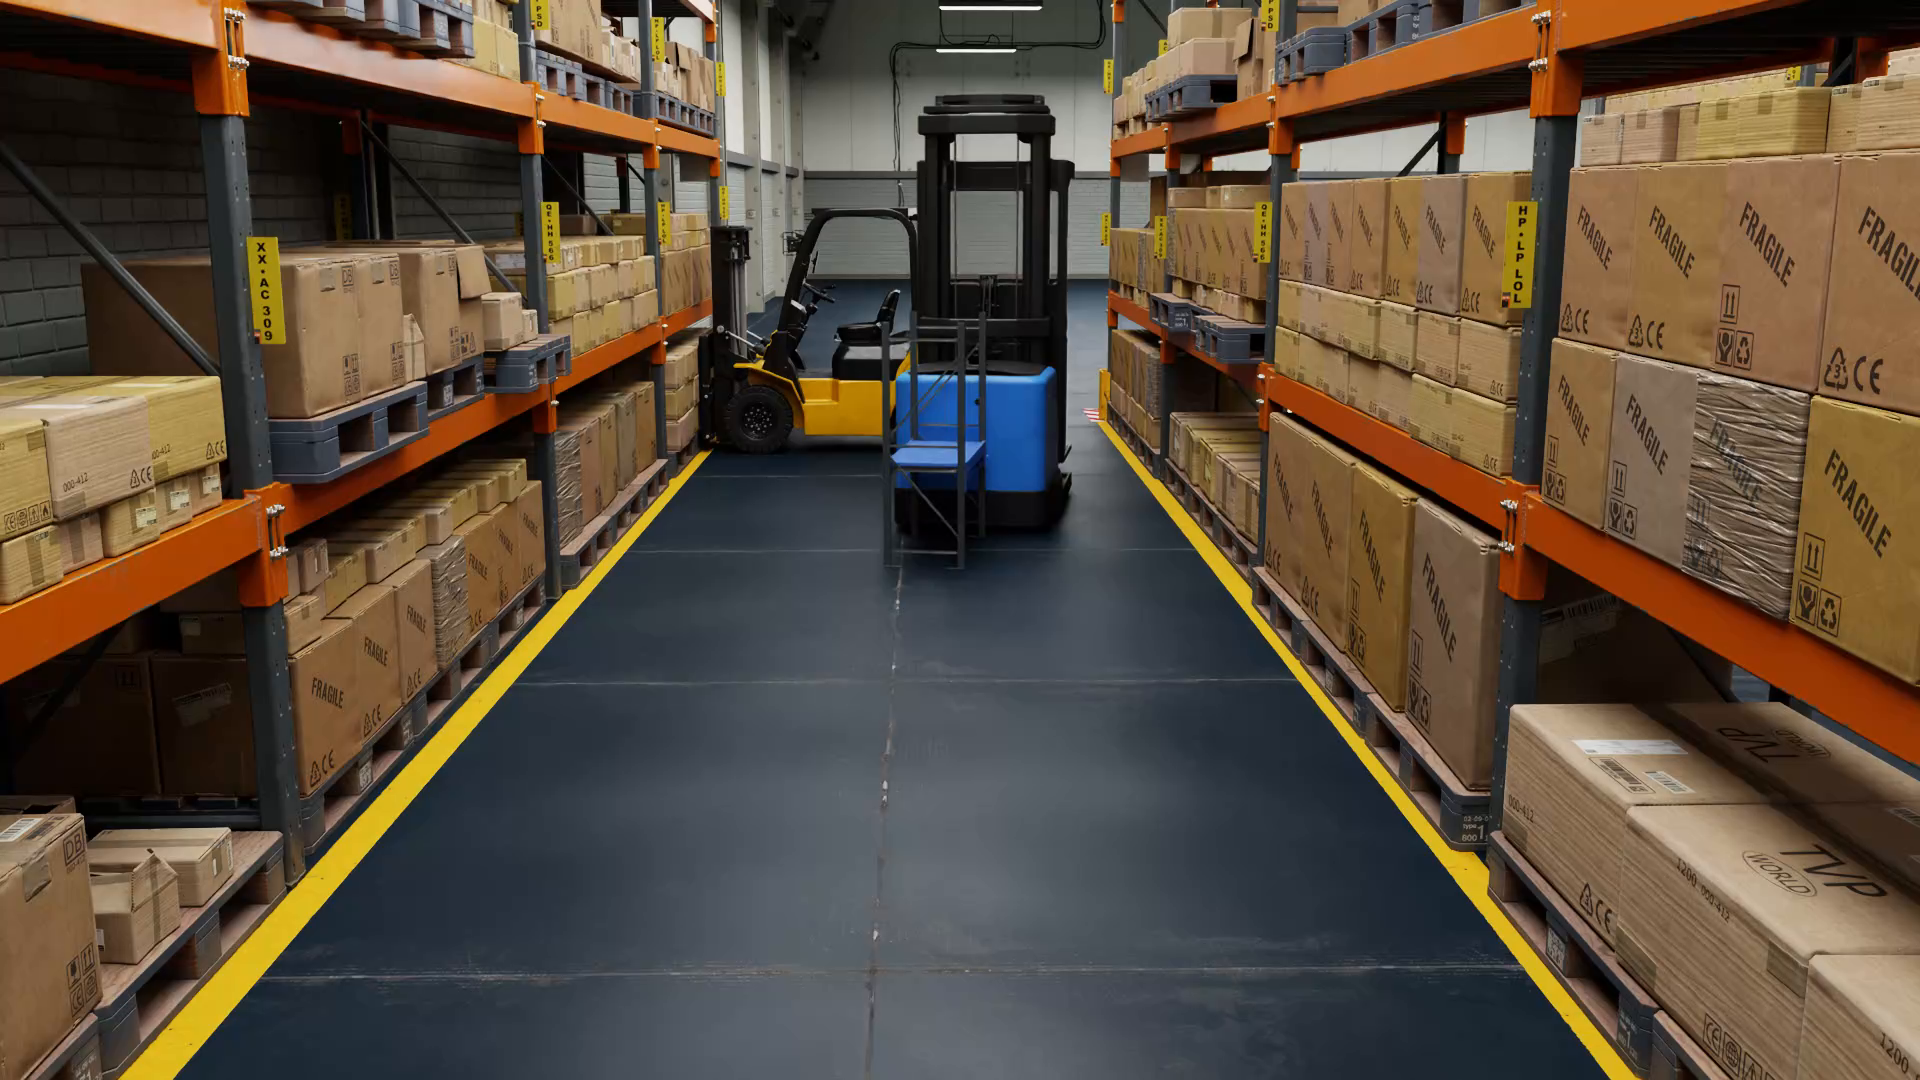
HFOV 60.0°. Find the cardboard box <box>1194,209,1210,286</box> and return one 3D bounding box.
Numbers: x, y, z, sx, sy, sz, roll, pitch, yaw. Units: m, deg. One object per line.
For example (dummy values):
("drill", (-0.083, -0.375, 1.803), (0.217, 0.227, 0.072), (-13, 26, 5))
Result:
("cardboard box", (1.868, -1.956, 11.102), (0.500, 0.500, 0.500), (-1, 11, -3))

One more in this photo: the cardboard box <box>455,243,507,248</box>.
("cardboard box", (-3.036, -1.769, 10.350), (0.380, 0.149, 0.250), (0, 11, -1))

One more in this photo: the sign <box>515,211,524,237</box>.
("sign", (-3.401, -2.389, 12.916), (0.100, 0.325, 0.005), (0, 11, -1))

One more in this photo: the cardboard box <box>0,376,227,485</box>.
("cardboard box", (-2.426, -0.311, 4.676), (0.500, 0.250, 0.500), (0, 11, 0))

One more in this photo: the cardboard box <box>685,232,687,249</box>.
("cardboard box", (-2.587, -2.615, 14.521), (0.380, 0.149, 0.250), (-1, 11, -3))

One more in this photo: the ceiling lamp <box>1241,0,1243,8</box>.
("ceiling lamp", (7.781, -13.628, 40.919), (2.000, 3.185, 0.800), (0, 11, -1))

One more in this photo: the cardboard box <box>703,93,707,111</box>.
("cardboard box", (-2.608, -4.162, 15.812), (0.380, 0.149, 0.250), (-1, 11, -3))

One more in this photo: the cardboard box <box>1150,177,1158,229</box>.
("cardboard box", (2.263, -3.329, 16.411), (0.700, 0.500, 0.500), (-1, 11, -3))

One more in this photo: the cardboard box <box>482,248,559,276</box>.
("cardboard box", (-2.476, -1.565, 9.348), (0.380, 0.149, 0.250), (0, 11, 1))

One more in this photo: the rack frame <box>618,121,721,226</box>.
("rack frame", (-2.929, -2.724, 16.942), (1.000, 3.000, 0.127), (0, 11, -1))

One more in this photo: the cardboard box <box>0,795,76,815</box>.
("cardboard box", (-2.903, 0.905, 4.758), (0.500, 0.311, 0.500), (0, 11, 1))

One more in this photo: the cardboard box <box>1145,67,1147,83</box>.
("cardboard box", (1.797, -4.008, 14.351), (0.380, 0.149, 0.250), (0, 11, 0))

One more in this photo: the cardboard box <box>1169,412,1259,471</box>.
("cardboard box", (2.130, -0.764, 12.833), (0.950, 0.372, 0.625), (0, 11, 0))

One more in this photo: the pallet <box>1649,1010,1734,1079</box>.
("pallet", (2.247, 1.401, 3.621), (1.003, 0.211, 1.213), (0, 11, -1))

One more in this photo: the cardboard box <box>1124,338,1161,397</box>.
("cardboard box", (1.792, -1.601, 15.380), (0.500, 0.500, 0.500), (0, 11, 0))

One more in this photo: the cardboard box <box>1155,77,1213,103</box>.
("cardboard box", (1.838, -3.579, 13.243), (0.500, 0.250, 0.500), (0, 11, -2))

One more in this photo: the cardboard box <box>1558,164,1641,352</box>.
("cardboard box", (2.049, -0.803, 4.708), (0.500, 0.500, 0.500), (0, 11, -1))

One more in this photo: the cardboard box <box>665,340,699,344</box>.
("cardboard box", (-2.568, -1.680, 15.139), (0.500, 0.250, 0.500), (0, 11, -2))

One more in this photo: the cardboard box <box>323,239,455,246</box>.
("cardboard box", (-2.909, -1.286, 8.545), (0.500, 0.500, 0.500), (0, 11, 2))

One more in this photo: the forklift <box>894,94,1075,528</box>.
("forklift", (0.267, -1.761, 12.369), (1.130, 2.935, 3.031), (2, 12, 8))

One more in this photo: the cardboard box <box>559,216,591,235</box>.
("cardboard box", (-3.155, -2.504, 13.226), (0.380, 0.149, 0.250), (0, 11, -1))

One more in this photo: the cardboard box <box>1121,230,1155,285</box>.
("cardboard box", (1.792, -2.641, 15.531), (0.500, 0.500, 0.500), (0, 11, -2))

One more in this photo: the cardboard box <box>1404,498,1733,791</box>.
("cardboard box", (2.189, 0.353, 6.064), (0.875, 0.875, 0.875), (0, 11, 1))

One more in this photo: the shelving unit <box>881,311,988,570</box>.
("shelving unit", (-0.149, -0.659, 10.536), (0.538, 1.500, 1.048), (2, 12, 8))

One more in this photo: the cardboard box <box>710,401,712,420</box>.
("cardboard box", (-2.568, -1.189, 15.234), (0.500, 0.250, 0.500), (0, 11, 1))

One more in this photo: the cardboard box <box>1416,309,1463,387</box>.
("cardboard box", (2.012, -0.717, 6.170), (0.500, 0.250, 0.500), (0, 11, 0))

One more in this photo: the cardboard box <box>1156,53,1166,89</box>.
("cardboard box", (1.728, -3.435, 12.221), (0.500, 0.250, 0.500), (-1, 11, -3))

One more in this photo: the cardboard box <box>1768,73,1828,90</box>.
("cardboard box", (6.736, -3.663, 13.352), (0.380, 0.149, 0.250), (0, 11, -1))

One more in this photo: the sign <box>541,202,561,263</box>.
("sign", (-2.221, -1.667, 9.017), (0.100, 0.325, 0.005), (0, 11, -1))

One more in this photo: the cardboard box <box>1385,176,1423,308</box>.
("cardboard box", (2.012, -1.190, 6.616), (0.500, 0.500, 0.500), (0, 11, 1))

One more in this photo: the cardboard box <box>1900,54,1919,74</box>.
("cardboard box", (6.832, -3.313, 11.623), (0.380, 0.149, 0.250), (0, 11, -1))

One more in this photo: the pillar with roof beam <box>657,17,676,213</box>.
("pillar with roof beam", (0.365, -6.732, 21.611), (9.100, 9.000, 0.400), (0, 11, -1))

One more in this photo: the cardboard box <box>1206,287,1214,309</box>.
("cardboard box", (1.846, -1.610, 11.024), (0.380, 0.149, 0.250), (-1, 11, -3))

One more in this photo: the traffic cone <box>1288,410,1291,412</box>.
("traffic cone", (3.332, -1.422, 16.903), (0.336, 0.463, 0.334), (0, 11, -1))

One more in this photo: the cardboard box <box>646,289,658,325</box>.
("cardboard box", (-2.574, -1.756, 12.549), (0.500, 0.250, 0.500), (0, 11, 0))

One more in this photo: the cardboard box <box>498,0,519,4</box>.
("cardboard box", (-2.461, -2.804, 8.420), (0.380, 0.149, 0.250), (0, 11, 1))

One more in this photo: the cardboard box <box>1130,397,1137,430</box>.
("cardboard box", (1.809, -1.132, 14.953), (0.500, 0.250, 0.500), (0, 11, 0))

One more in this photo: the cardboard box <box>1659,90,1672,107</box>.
("cardboard box", (6.693, -4.067, 15.342), (0.380, 0.149, 0.250), (0, 11, -2))

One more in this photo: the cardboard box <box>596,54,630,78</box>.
("cardboard box", (-2.520, -3.313, 11.627), (0.380, 0.149, 0.250), (0, 11, -1))

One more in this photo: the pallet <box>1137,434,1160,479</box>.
("pallet", (2.067, -0.717, 14.062), (1.003, 0.211, 1.213), (0, 11, -1))

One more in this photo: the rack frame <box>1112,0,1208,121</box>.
("rack frame", (2.034, -5.685, 16.450), (1.000, 3.000, 0.127), (0, 11, -1))

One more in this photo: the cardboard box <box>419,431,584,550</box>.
("cardboard box", (-2.763, -0.300, 9.909), (0.875, 0.625, 0.625), (0, 11, 1))

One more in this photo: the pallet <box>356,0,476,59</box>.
("pallet", (-2.649, -2.053, 6.561), (1.213, 0.211, 1.003), (0, 11, -1))

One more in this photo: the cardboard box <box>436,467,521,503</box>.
("cardboard box", (-2.463, -0.281, 8.500), (0.380, 0.149, 0.250), (-1, 11, -4))

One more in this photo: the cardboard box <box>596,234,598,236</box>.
("cardboard box", (-3.150, -2.408, 13.503), (0.380, 0.149, 0.250), (-1, 11, -3))

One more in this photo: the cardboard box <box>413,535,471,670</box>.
("cardboard box", (-2.497, 0.275, 7.389), (0.500, 0.500, 0.500), (-1, 11, -3))

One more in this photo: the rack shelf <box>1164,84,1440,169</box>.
("rack shelf", (2.158, -2.670, 10.941), (1.077, 0.370, 4.000), (0, 11, -1))

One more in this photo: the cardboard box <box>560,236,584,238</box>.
("cardboard box", (-3.053, -2.225, 12.600), (0.380, 0.149, 0.250), (0, 11, -2))

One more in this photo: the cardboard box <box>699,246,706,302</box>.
("cardboard box", (-2.644, -2.471, 15.445), (0.500, 0.500, 0.500), (0, 11, -2))

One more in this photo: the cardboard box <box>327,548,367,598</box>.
("cardboard box", (-2.541, 0.130, 6.473), (0.380, 0.149, 0.250), (0, 11, -2))

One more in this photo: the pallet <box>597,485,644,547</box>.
("pallet", (-2.764, -0.173, 11.381), (1.003, 0.211, 1.213), (0, 11, -1))

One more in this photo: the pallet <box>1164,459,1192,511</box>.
("pallet", (2.134, -0.429, 12.642), (1.003, 0.211, 1.213), (0, 11, -1))

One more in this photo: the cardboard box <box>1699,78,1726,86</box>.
("cardboard box", (6.778, -4.084, 14.424), (0.500, 0.250, 0.500), (0, 11, -2))

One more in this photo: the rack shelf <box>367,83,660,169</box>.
("rack shelf", (-2.805, -2.649, 10.837), (1.077, 0.370, 4.000), (0, 11, -1))

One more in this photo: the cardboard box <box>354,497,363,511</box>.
("cardboard box", (-3.088, -0.171, 7.958), (0.380, 0.149, 0.250), (-1, 11, -4))

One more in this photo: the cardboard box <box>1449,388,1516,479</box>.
("cardboard box", (2.020, -0.374, 5.738), (0.500, 0.250, 0.500), (-1, 11, -3))
